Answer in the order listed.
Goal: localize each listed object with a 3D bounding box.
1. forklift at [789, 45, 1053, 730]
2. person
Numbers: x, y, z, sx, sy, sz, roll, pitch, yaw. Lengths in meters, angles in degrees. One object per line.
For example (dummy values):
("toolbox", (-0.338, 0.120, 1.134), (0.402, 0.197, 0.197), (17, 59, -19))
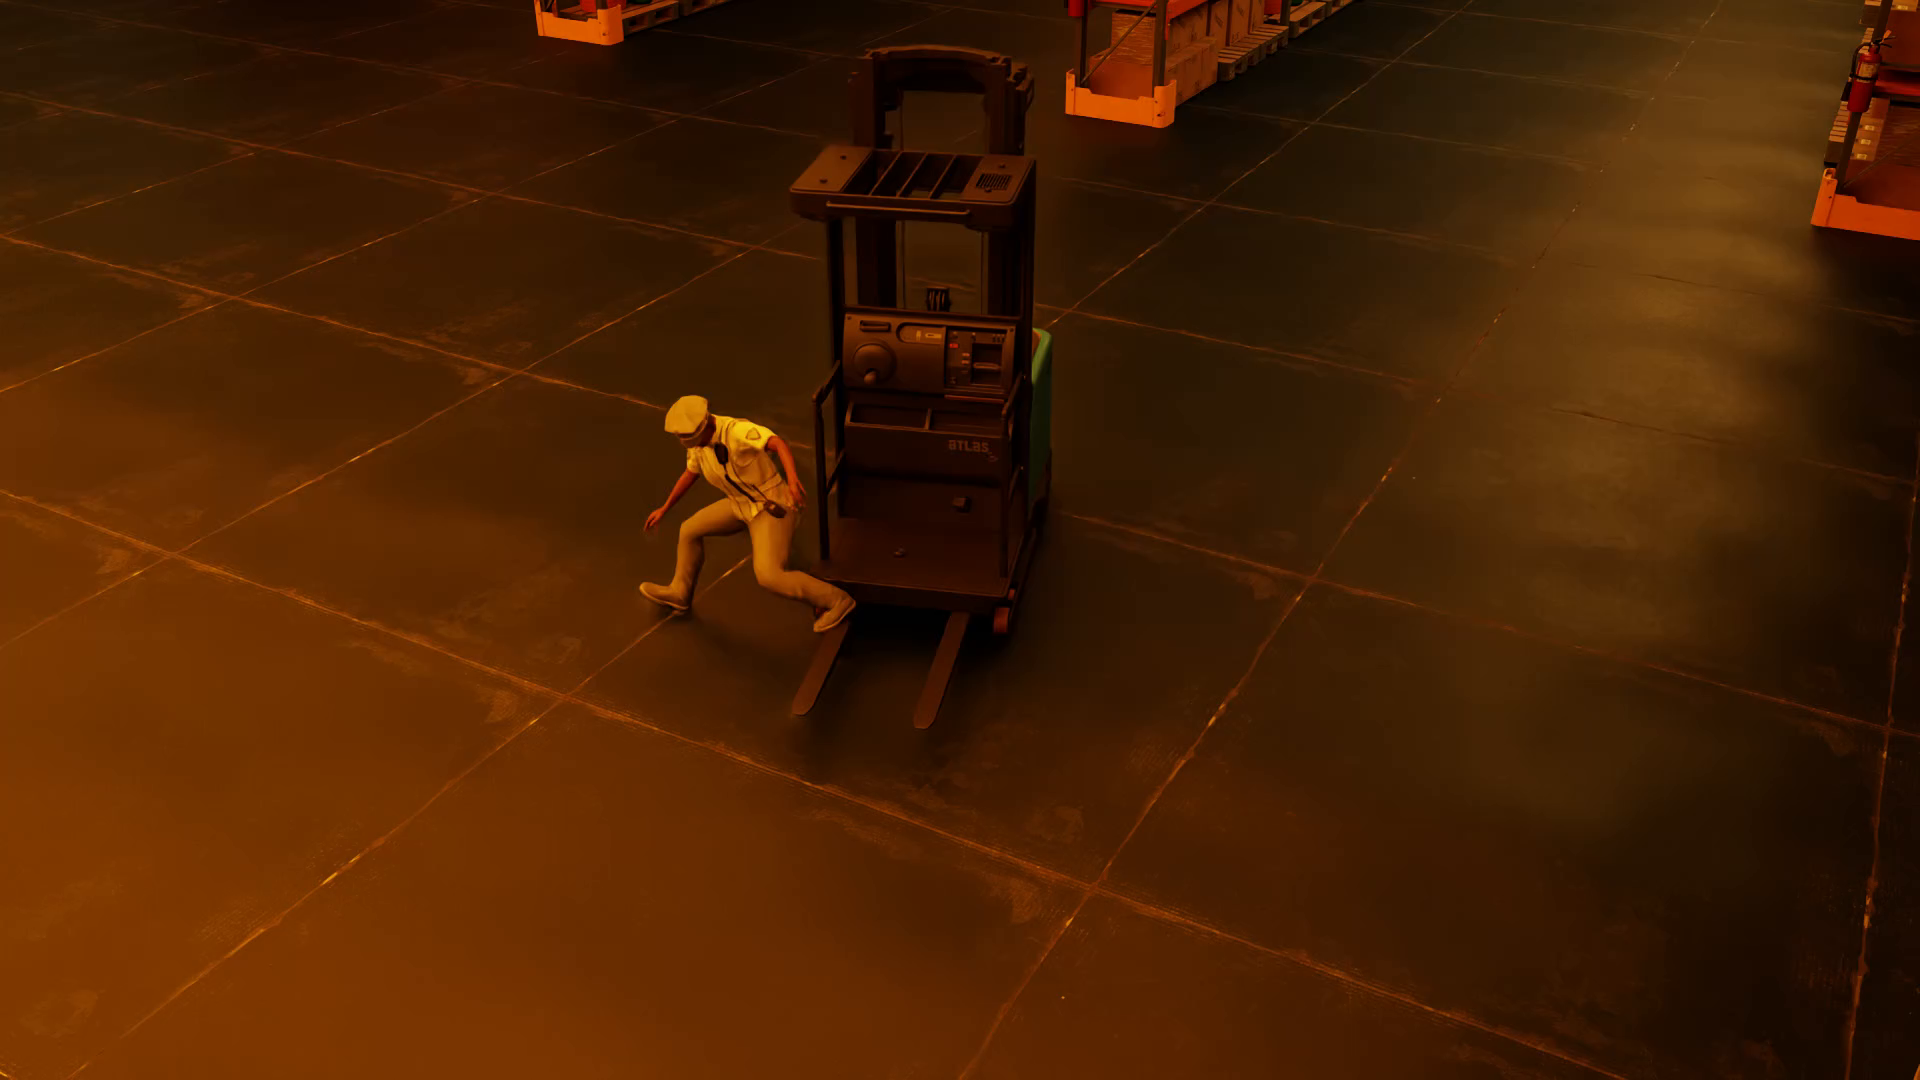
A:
("forklift", (-0.204, -0.943, 8.704), (1.130, 2.935, 3.031), (5, 30, 9))
("person", (-1.160, -0.103, 8.812), (0.724, 1.390, 1.172), (-22, 36, -33))
